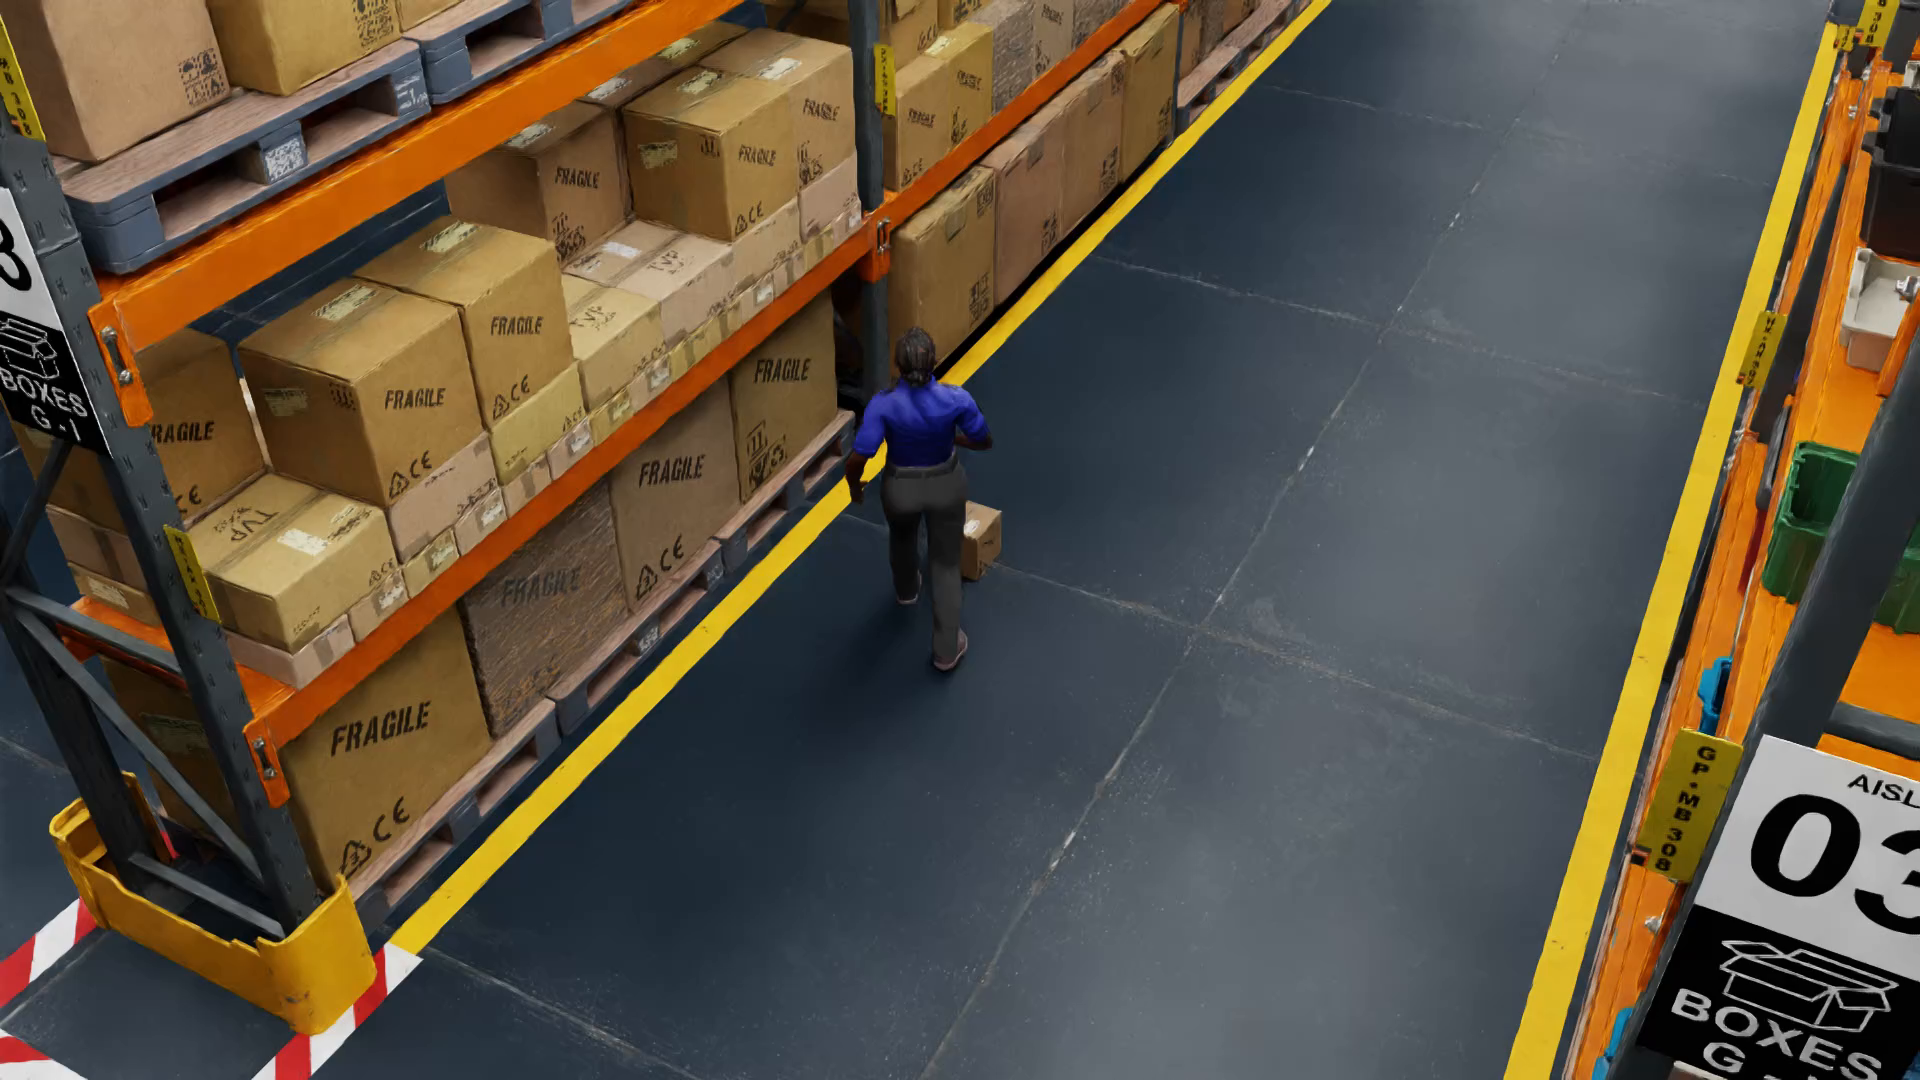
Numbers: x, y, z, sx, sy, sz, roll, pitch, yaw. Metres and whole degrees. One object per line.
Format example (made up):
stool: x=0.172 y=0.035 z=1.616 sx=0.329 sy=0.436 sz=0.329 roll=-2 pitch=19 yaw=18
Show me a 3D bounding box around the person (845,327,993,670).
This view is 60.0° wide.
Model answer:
person: x=-0.179 y=-0.265 z=7.092 sx=0.613 sy=1.647 sz=0.743 roll=-3 pitch=38 yaw=-3
